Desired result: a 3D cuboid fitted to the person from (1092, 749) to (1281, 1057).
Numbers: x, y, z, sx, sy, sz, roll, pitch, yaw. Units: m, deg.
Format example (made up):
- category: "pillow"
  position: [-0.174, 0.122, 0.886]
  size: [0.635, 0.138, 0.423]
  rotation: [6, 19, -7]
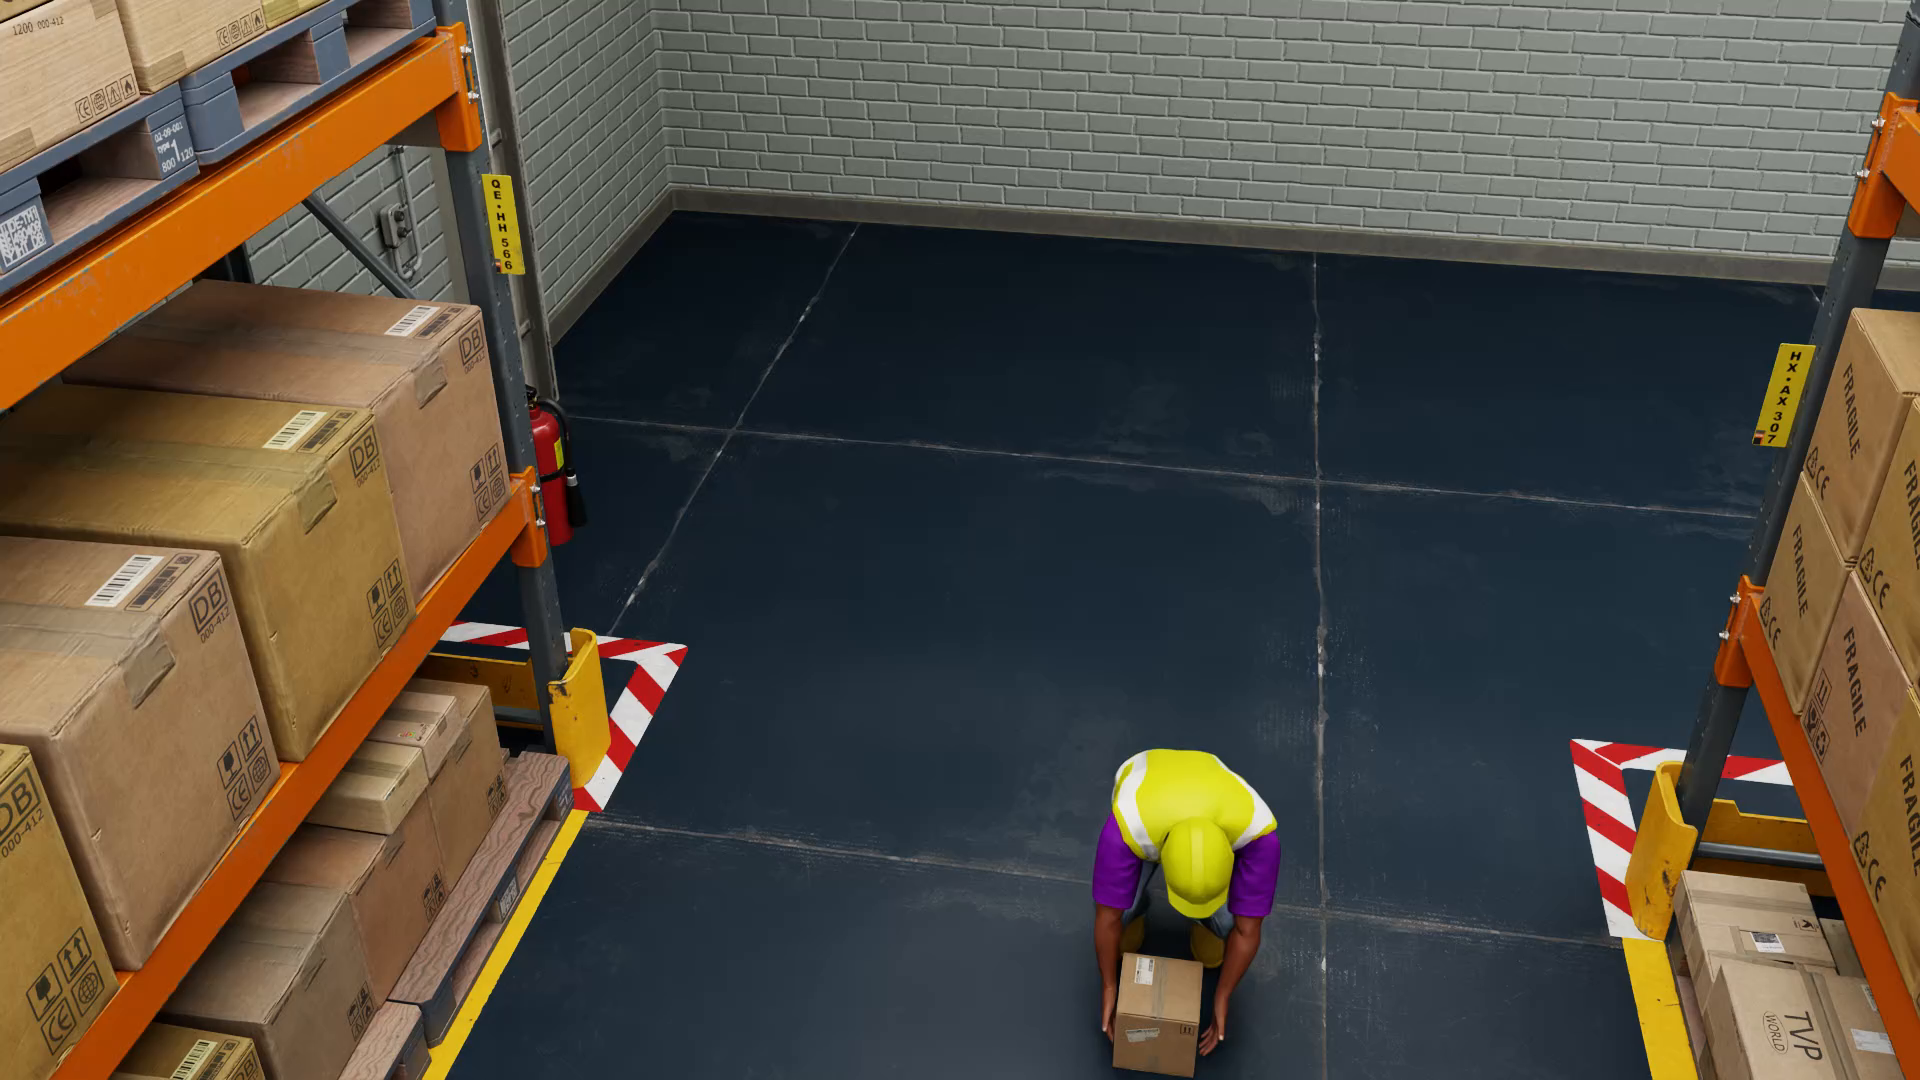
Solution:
- category: "person"
  position: [0.718, 1.033, 5.291]
  size: [0.565, 0.902, 0.897]
  rotation: [5, 33, 8]
